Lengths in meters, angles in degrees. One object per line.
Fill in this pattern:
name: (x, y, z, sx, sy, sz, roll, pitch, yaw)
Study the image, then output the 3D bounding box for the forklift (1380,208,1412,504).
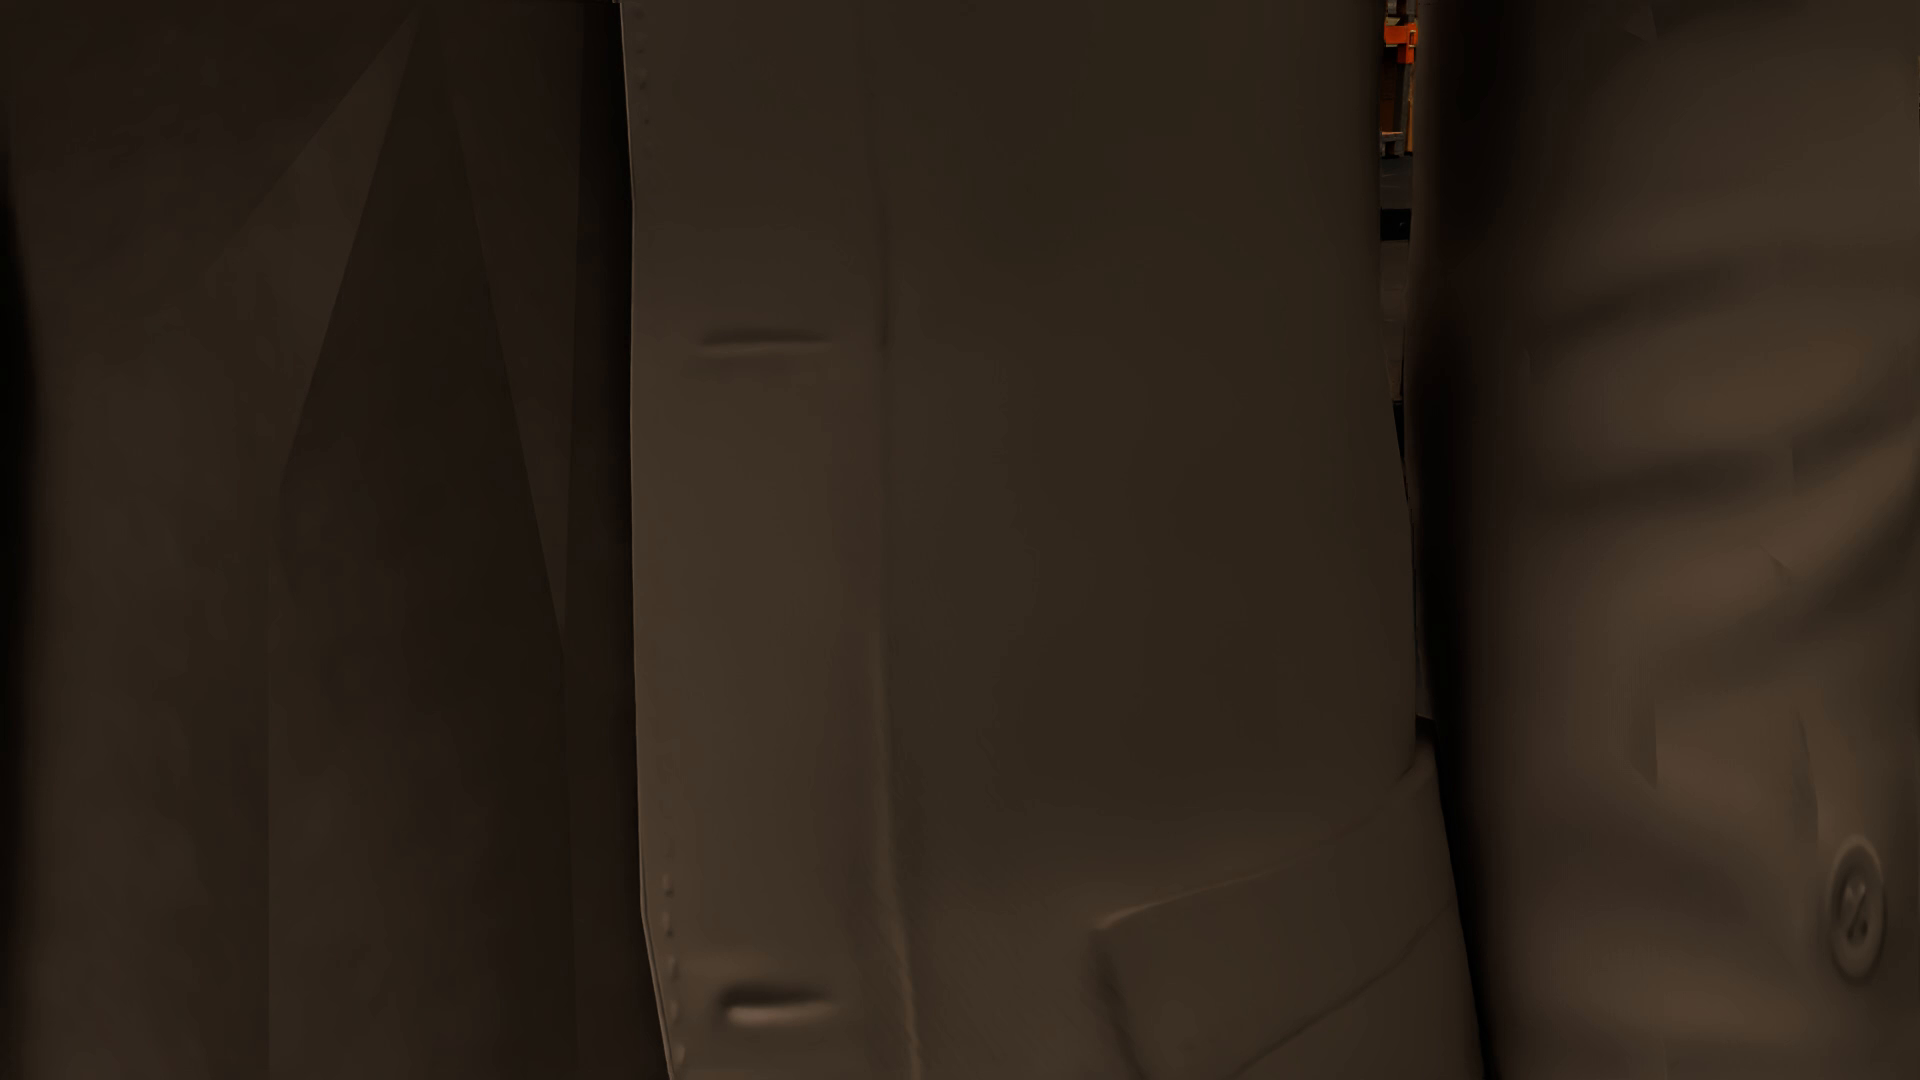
forklift: (0.600, -1.486, 3.792, 3.031, 2.935, 1.130, -7, 18, -21)
